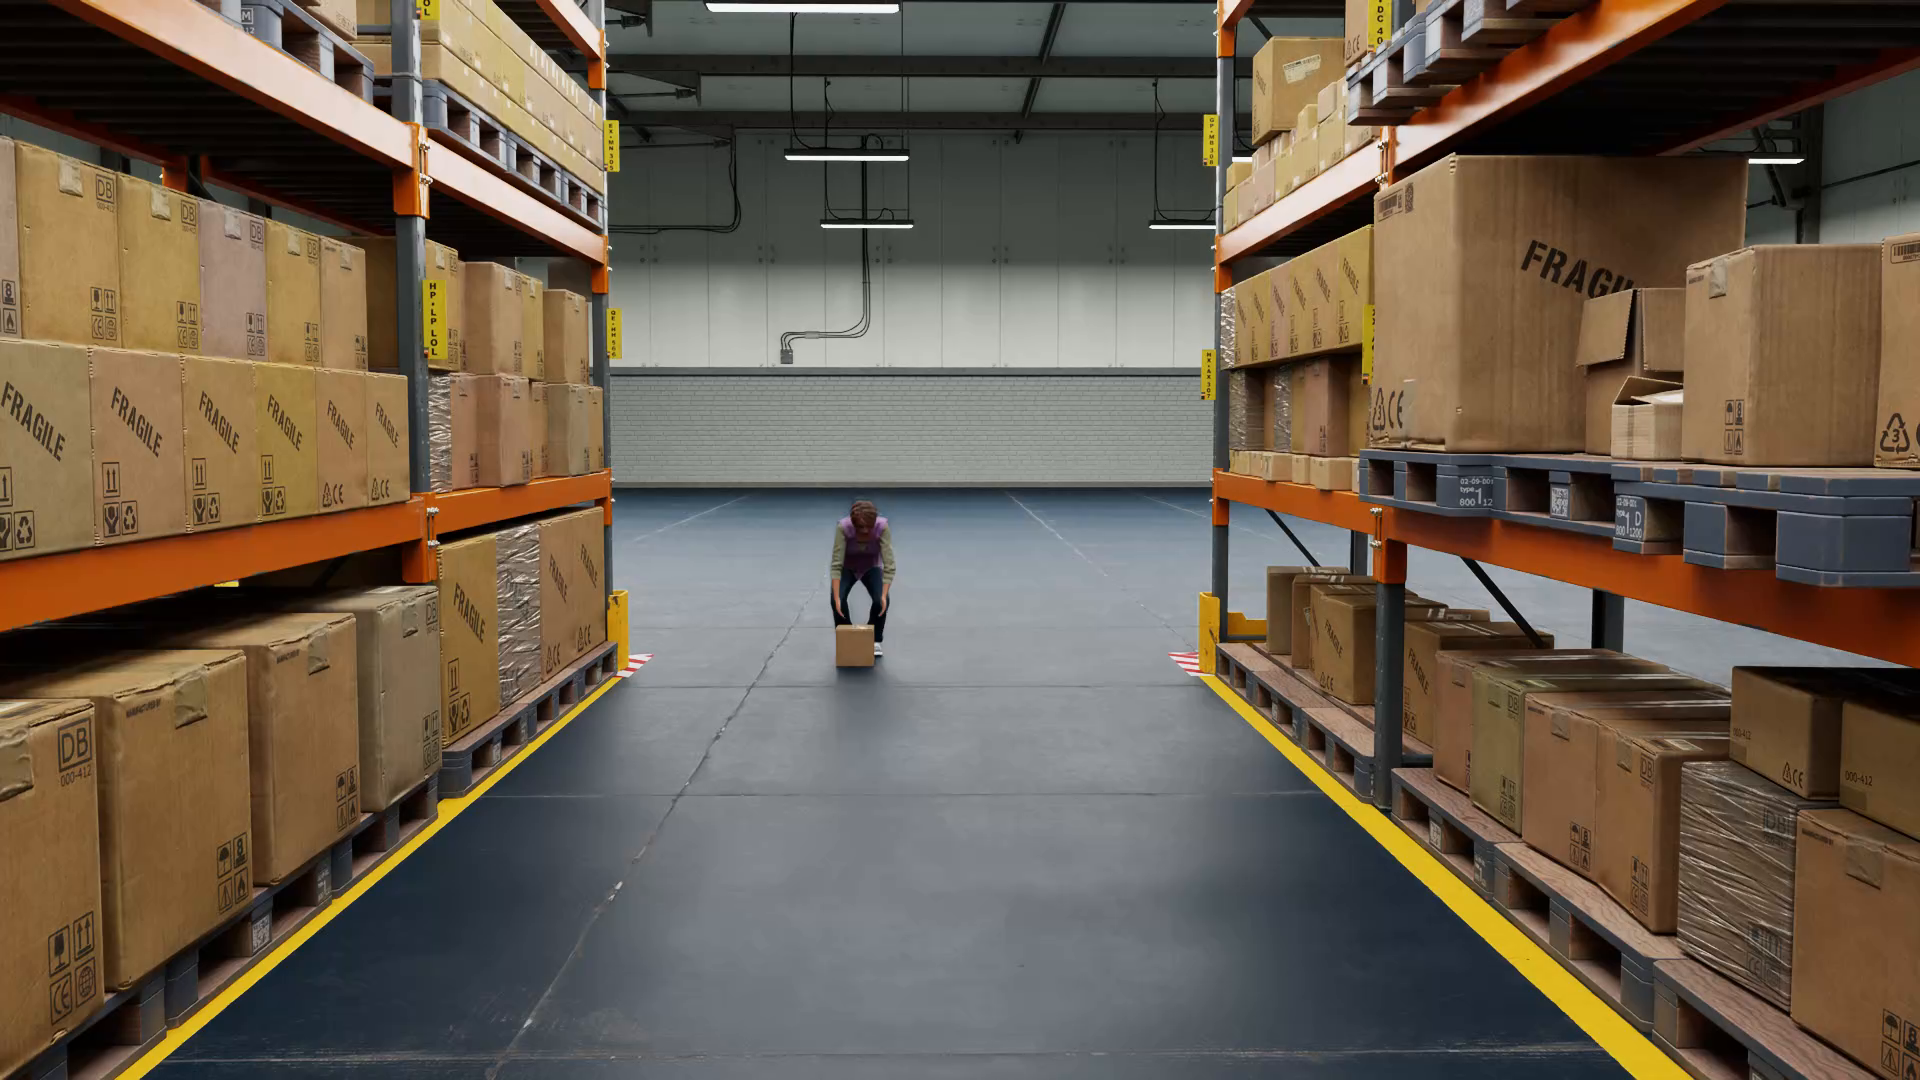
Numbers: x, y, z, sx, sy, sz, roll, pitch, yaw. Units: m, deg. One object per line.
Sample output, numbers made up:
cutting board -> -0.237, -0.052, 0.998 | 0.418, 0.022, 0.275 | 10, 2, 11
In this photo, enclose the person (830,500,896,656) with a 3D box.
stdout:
person -> -0.674, 0.269, 11.556 | 0.460, 1.088, 0.745 | 0, 4, -1
